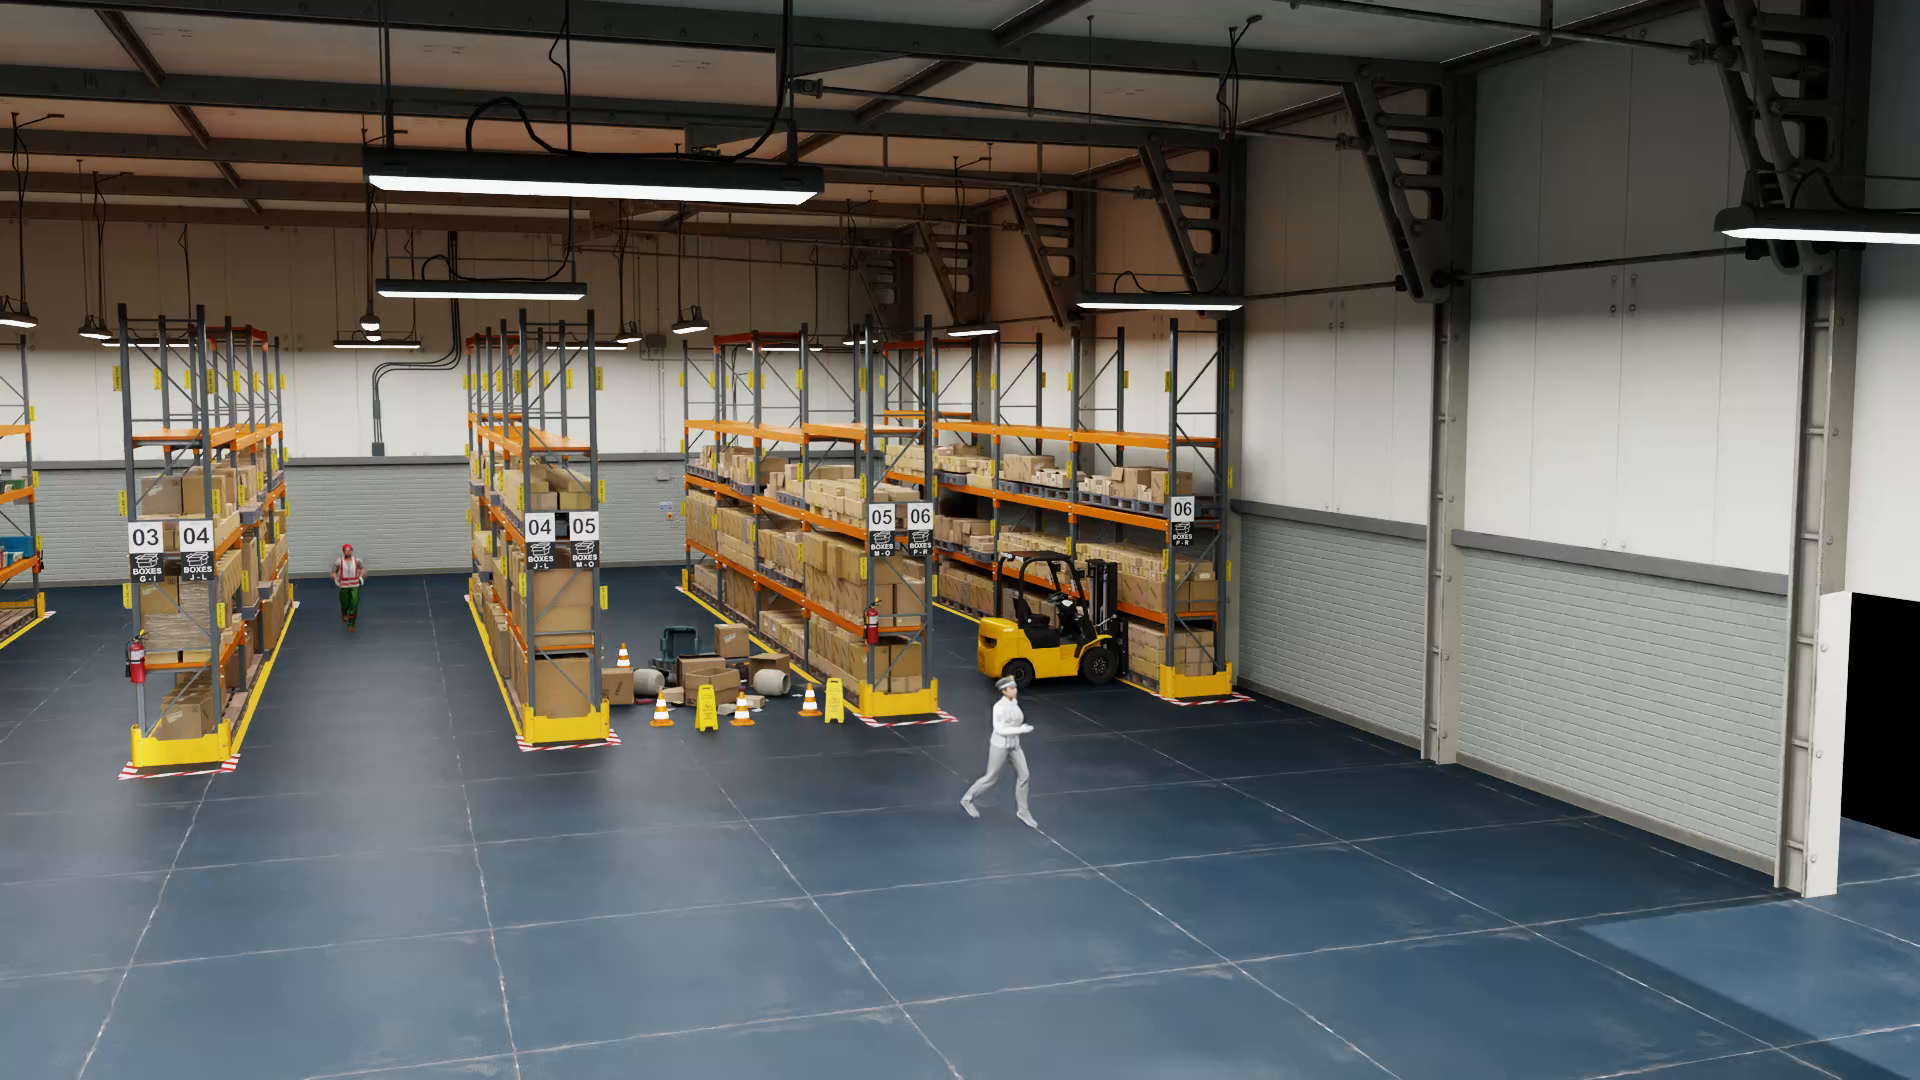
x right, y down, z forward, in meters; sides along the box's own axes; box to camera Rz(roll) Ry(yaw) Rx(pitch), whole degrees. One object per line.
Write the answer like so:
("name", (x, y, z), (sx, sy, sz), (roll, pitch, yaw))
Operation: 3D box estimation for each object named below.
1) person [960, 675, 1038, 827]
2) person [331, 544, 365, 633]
("person", (0.465, 2.372, 18.892), (0.891, 1.737, 0.622), (3, 6, 31))
("person", (-12.333, 0.953, 33.580), (0.655, 1.770, 0.821), (-3, 6, -26))
